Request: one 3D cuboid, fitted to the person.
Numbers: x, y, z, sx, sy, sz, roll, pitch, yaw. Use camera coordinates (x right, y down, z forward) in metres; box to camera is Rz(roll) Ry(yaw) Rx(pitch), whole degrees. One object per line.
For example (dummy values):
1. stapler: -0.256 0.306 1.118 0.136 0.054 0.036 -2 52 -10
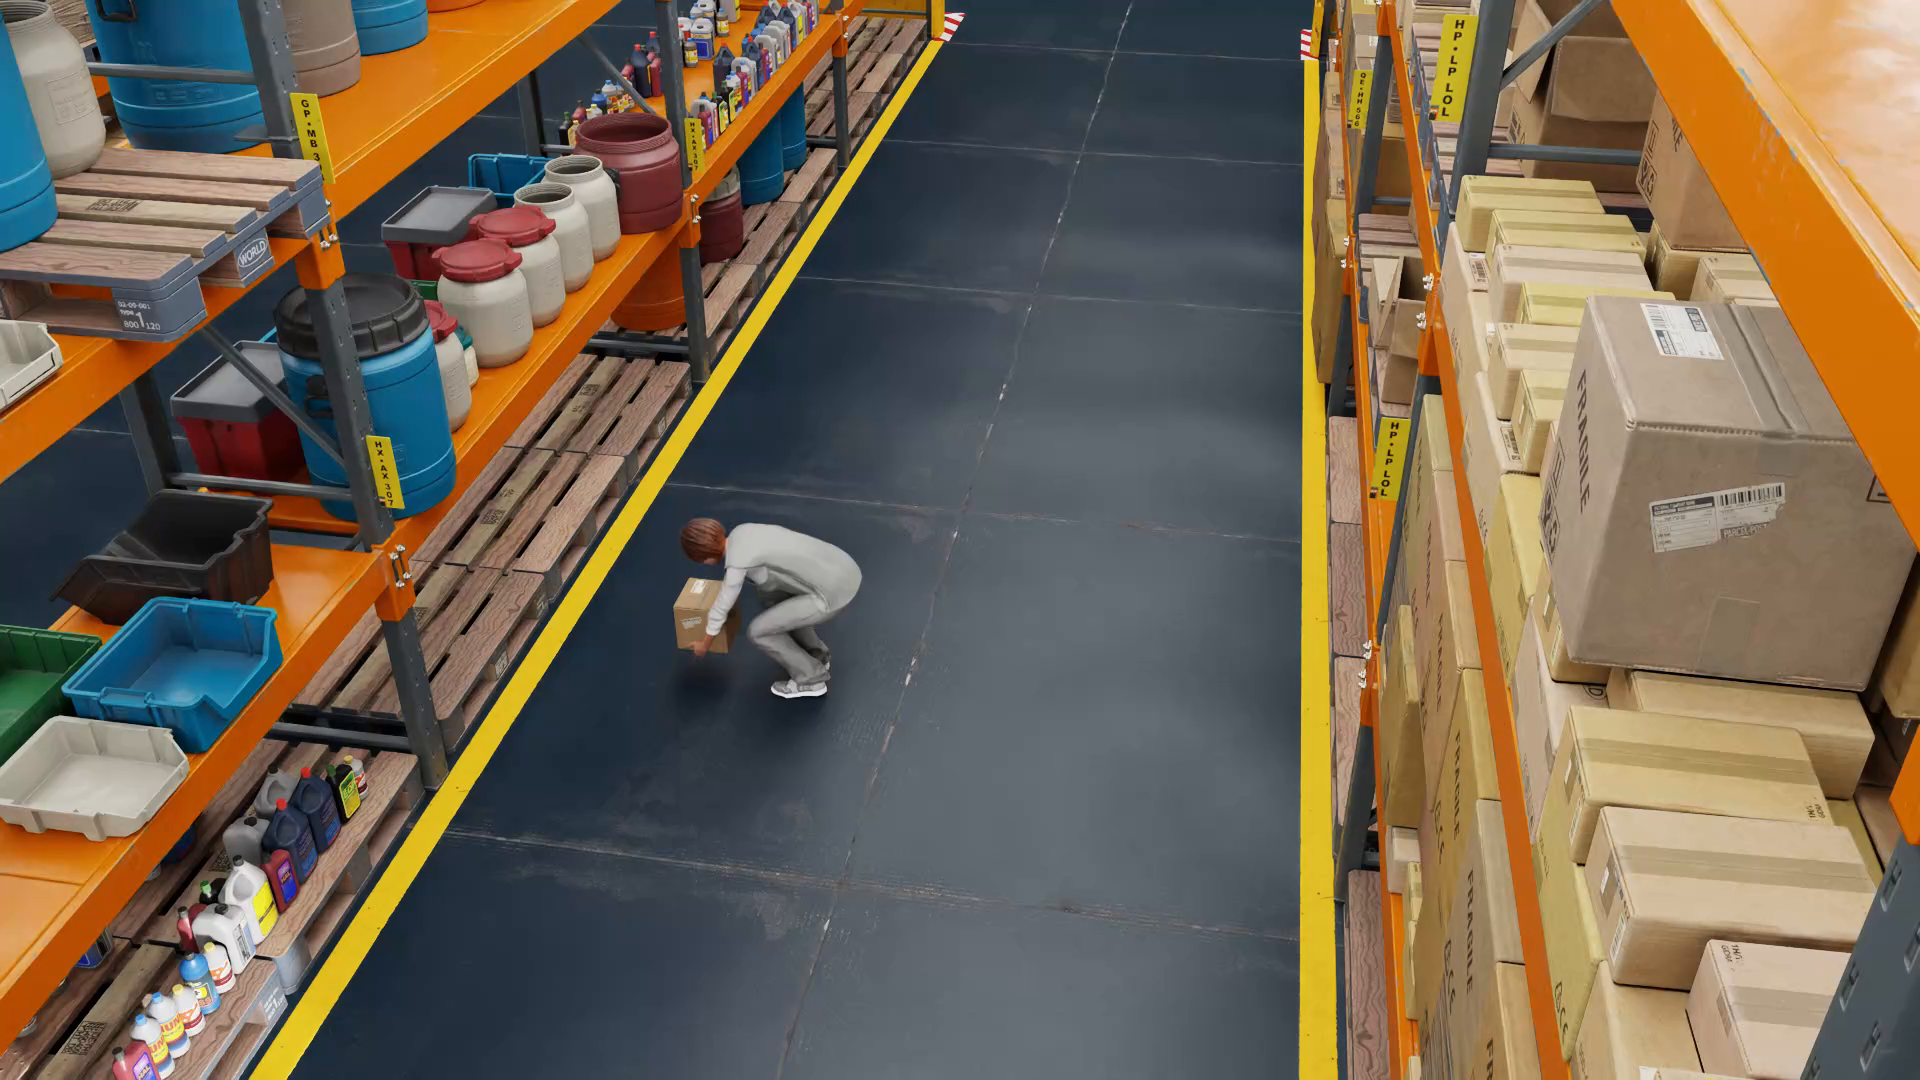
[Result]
1. person: -0.888 0.304 7.933 0.845 0.893 0.425 4 33 7
